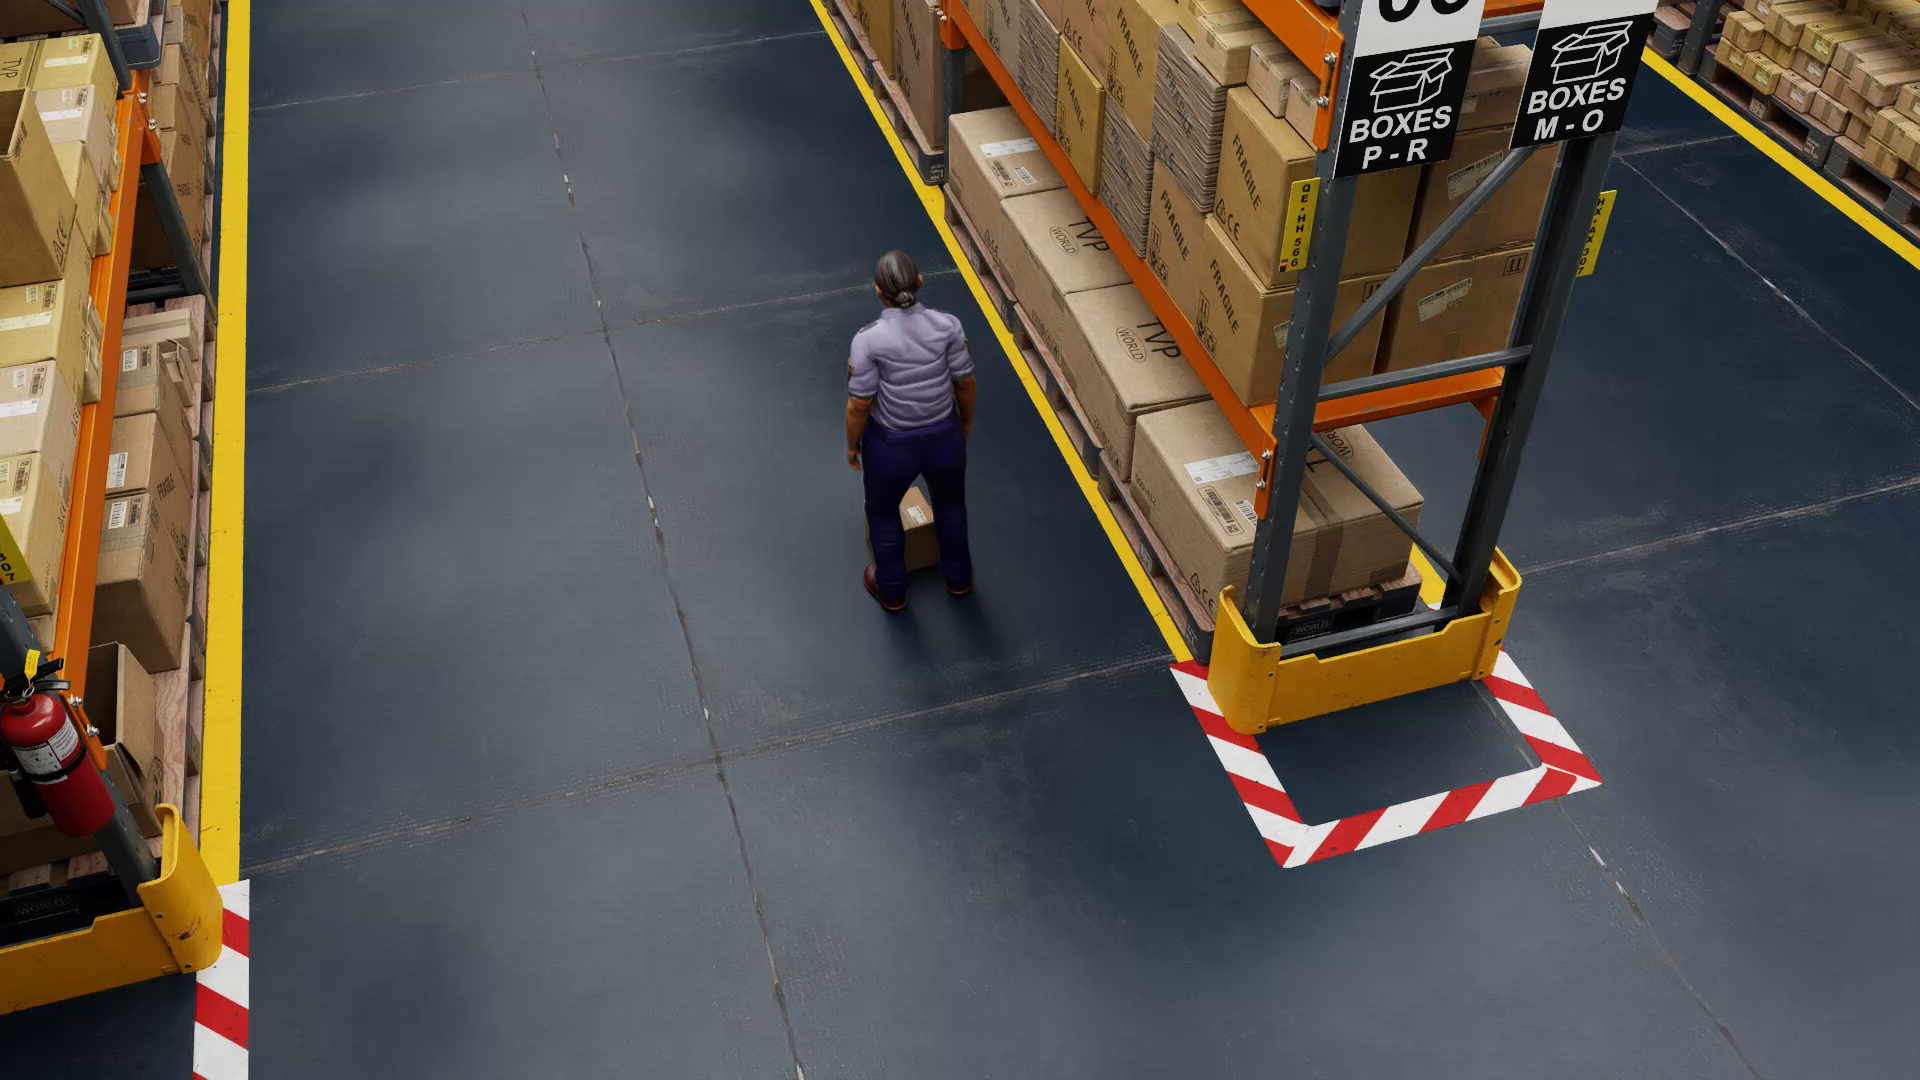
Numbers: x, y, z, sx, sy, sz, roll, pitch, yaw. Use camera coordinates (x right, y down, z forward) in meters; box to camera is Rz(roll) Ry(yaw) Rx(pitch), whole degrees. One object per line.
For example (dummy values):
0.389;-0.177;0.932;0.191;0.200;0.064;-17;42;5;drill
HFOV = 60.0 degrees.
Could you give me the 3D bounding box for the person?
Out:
-0.183;-0.397;6.600;0.547;1.651;0.367;-12;44;-13;person
